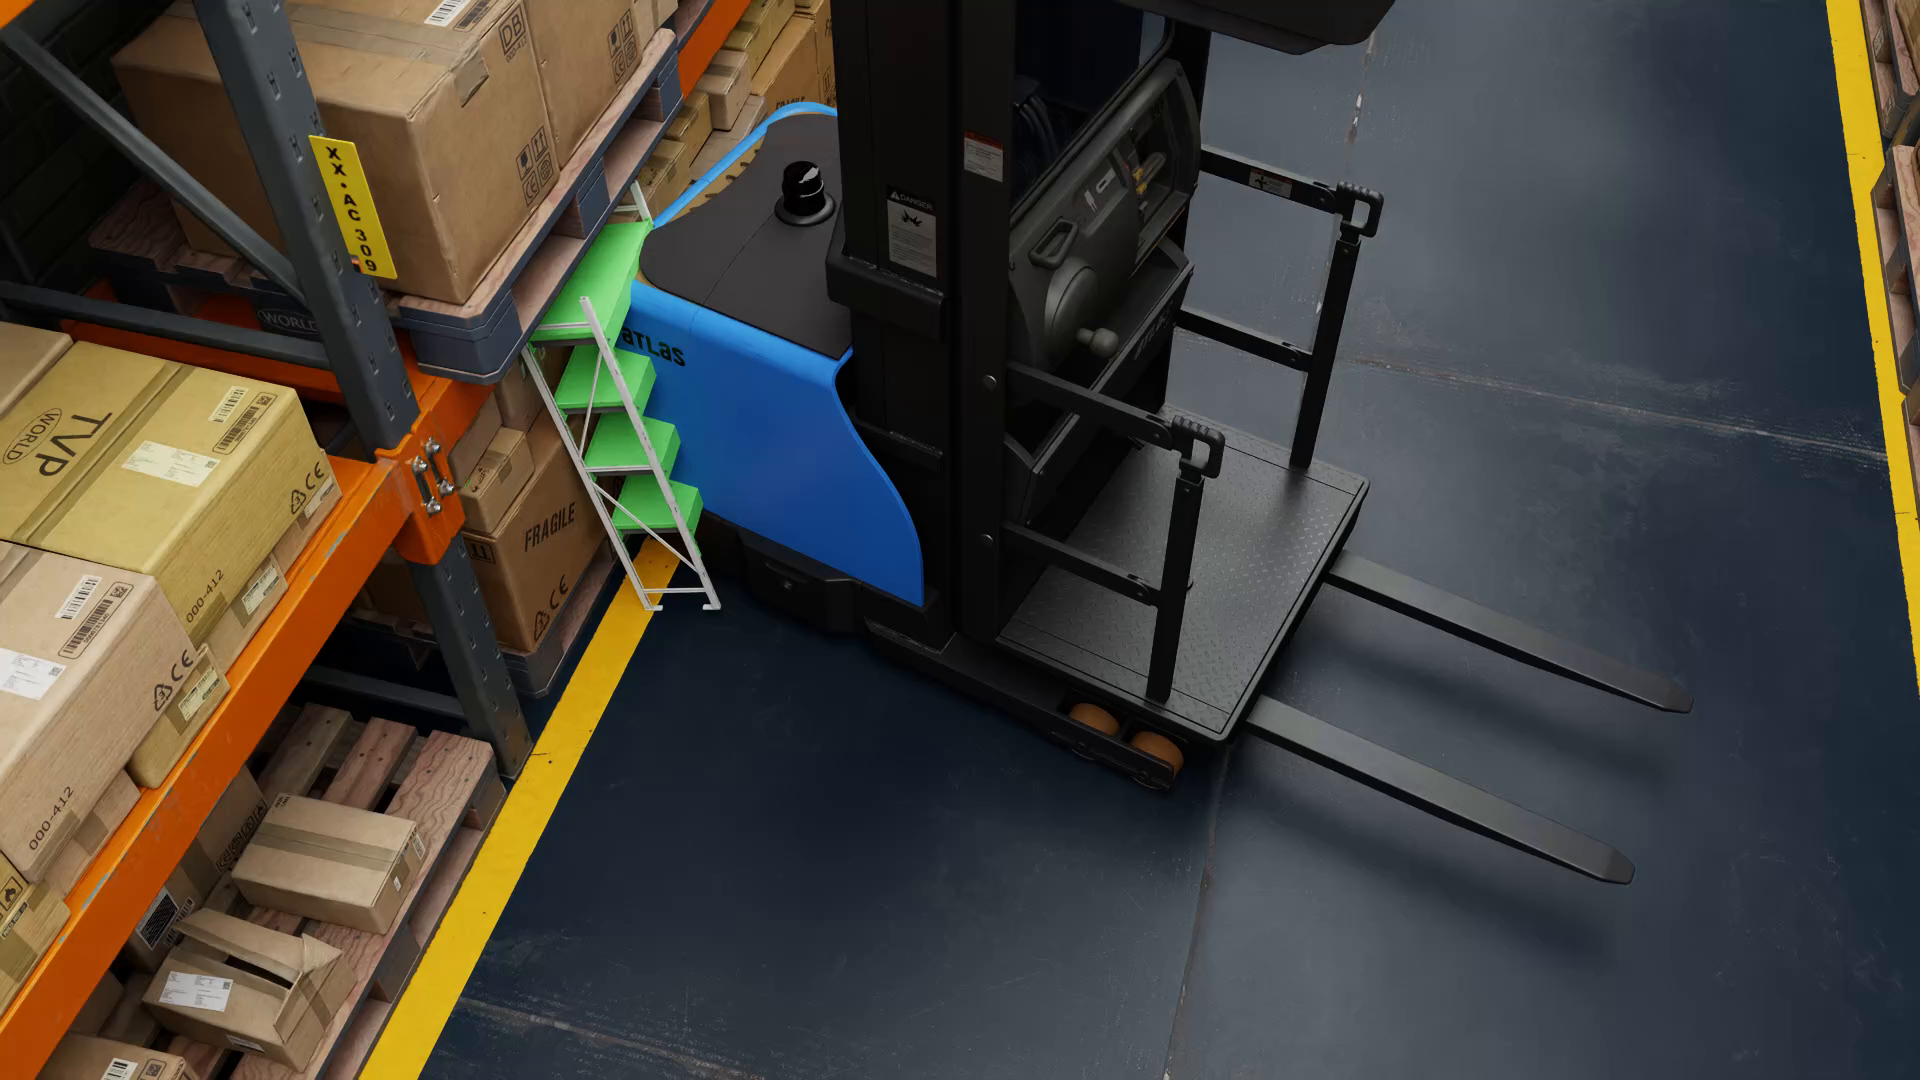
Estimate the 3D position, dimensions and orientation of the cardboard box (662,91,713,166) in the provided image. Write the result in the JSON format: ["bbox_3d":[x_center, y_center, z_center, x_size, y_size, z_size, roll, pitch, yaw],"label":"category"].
[{"bbox_3d":[-1.031,-1.350,5.396,0.380,0.149,0.250,12,50,10],"label":"cardboard box"}]

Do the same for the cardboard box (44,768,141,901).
[{"bbox_3d":[-1.736,0.474,2.998,0.380,0.149,0.250,13,50,11],"label":"cardboard box"}]

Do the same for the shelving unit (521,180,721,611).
[{"bbox_3d":[-0.913,-0.377,4.767,0.258,1.200,0.503,-2,47,12],"label":"shelving unit"}]

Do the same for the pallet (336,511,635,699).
[{"bbox_3d":[-1.531,-0.132,5.226,1.003,0.211,1.213,12,50,10],"label":"pallet"}]

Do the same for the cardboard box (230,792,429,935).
[{"bbox_3d":[-1.572,0.806,4.159,0.380,0.149,0.250,10,49,9],"label":"cardboard box"}]

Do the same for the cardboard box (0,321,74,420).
[{"bbox_3d":[-2.099,-0.203,3.330,0.500,0.250,0.500,11,50,10],"label":"cardboard box"}]

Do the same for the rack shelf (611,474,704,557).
[{"bbox_3d":[-0.860,-0.173,4.985,0.258,0.148,0.480,-2,47,12],"label":"rack shelf"}]

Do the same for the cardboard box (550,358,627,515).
[{"bbox_3d":[-1.233,-0.463,5.045,0.500,0.500,0.500,11,49,10],"label":"cardboard box"}]

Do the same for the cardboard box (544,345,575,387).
[{"bbox_3d":[-1.302,-0.596,4.730,0.380,0.149,0.250,9,49,8],"label":"cardboard box"}]

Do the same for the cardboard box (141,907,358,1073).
[{"bbox_3d":[-1.666,1.026,3.887,0.396,0.266,0.258,13,50,11],"label":"cardboard box"}]

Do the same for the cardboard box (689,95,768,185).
[{"bbox_3d":[-0.955,-1.197,5.693,0.500,0.500,0.500,10,49,9],"label":"cardboard box"}]

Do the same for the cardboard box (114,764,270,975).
[{"bbox_3d":[-2.110,0.723,4.125,0.500,0.311,0.500,13,50,11],"label":"cardboard box"}]

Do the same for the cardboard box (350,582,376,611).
[{"bbox_3d":[-1.864,-0.184,4.799,0.500,0.500,0.500,11,50,10],"label":"cardboard box"}]

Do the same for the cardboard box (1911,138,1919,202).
[{"bbox_3d":[3.872,-1.328,5.559,0.875,0.875,0.875,11,50,10],"label":"cardboard box"}]

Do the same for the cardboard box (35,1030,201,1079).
[{"bbox_3d":[-1.973,1.337,3.456,0.700,0.500,0.500,10,49,9],"label":"cardboard box"}]

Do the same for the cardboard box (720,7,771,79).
[{"bbox_3d":[-0.873,-1.724,5.725,0.380,0.149,0.250,11,49,9],"label":"cardboard box"}]

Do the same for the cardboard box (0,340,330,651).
[{"bbox_3d":[-1.607,-0.091,3.232,0.500,0.250,0.500,13,50,11],"label":"cardboard box"}]

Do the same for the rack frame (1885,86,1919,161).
[{"bbox_3d":[4.134,-2.375,5.346,1.000,3.000,0.127,12,50,10],"label":"rack frame"}]

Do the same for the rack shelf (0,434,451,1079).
[{"bbox_3d":[-2.235,1.226,2.647,1.077,0.370,4.000,12,50,10],"label":"rack shelf"}]

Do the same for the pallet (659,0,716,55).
[{"bbox_3d":[-1.163,-1.881,5.038,1.003,0.211,1.213,12,50,10],"label":"pallet"}]

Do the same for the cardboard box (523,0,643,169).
[{"bbox_3d":[-1.229,-1.311,4.060,0.700,0.500,0.500,12,50,10],"label":"cardboard box"}]

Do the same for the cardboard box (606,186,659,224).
[{"bbox_3d":[-1.142,-0.970,5.060,0.380,0.149,0.250,11,50,10],"label":"cardboard box"}]

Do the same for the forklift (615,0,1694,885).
[{"bbox_3d":[0.540,-0.737,3.946,3.031,2.935,1.130,23,53,19],"label":"forklift"}]

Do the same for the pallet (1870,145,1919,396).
[{"bbox_3d":[3.854,-0.897,5.901,1.003,0.211,1.213,12,50,10],"label":"pallet"}]

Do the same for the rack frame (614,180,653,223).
[{"bbox_3d":[-0.883,-0.557,4.928,0.240,1.200,0.015,-2,47,12],"label":"rack frame"}]

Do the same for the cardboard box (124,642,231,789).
[{"bbox_3d":[-1.641,0.290,3.161,0.380,0.149,0.250,13,50,11],"label":"cardboard box"}]

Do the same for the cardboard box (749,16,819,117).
[{"bbox_3d":[-0.836,-1.577,6.028,0.500,0.500,0.500,14,50,12],"label":"cardboard box"}]

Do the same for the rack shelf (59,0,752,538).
[{"bbox_3d":[-1.182,-1.668,5.201,1.077,0.370,4.000,12,50,10],"label":"rack shelf"}]

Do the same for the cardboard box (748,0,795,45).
[{"bbox_3d":[-0.808,-1.904,5.884,0.380,0.149,0.250,13,50,11],"label":"cardboard box"}]

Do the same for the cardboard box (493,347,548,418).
[{"bbox_3d":[-1.335,-0.488,4.436,0.380,0.149,0.250,9,49,8],"label":"cardboard box"}]

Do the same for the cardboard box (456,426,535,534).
[{"bbox_3d":[-1.357,-0.192,4.374,0.380,0.149,0.250,14,50,12],"label":"cardboard box"}]

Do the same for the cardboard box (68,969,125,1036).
[{"bbox_3d":[-2.224,1.090,3.908,0.380,0.149,0.250,11,49,10],"label":"cardboard box"}]

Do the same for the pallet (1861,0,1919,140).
[{"bbox_3d":[4.341,-2.018,6.890,1.003,0.211,1.213,12,50,10],"label":"pallet"}]

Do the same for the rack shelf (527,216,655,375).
[{"bbox_3d":[-0.985,-0.656,4.467,0.258,0.148,0.480,-2,47,12],"label":"rack shelf"}]

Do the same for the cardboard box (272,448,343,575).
[{"bbox_3d":[-1.549,-0.095,3.501,0.380,0.149,0.250,12,50,11],"label":"cardboard box"}]

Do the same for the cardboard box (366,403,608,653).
[{"bbox_3d":[-1.364,-0.076,4.704,0.500,0.500,0.500,14,50,12],"label":"cardboard box"}]

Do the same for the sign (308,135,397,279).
[{"bbox_3d":[-1.183,-0.644,3.240,0.100,0.325,0.005,12,50,10],"label":"sign"}]

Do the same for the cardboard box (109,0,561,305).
[{"bbox_3d":[-1.365,-0.937,3.729,0.700,0.500,0.500,13,50,11],"label":"cardboard box"}]

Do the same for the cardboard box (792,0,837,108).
[{"bbox_3d":[-0.701,-1.956,6.363,0.500,0.500,0.500,11,49,9],"label":"cardboard box"}]

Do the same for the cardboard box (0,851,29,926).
[{"bbox_3d":[-1.869,0.632,2.593,0.500,0.250,0.500,11,50,10],"label":"cardboard box"}]

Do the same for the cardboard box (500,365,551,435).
[{"bbox_3d":[-1.359,-0.408,4.564,0.380,0.149,0.250,10,49,9],"label":"cardboard box"}]

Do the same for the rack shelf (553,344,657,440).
[{"bbox_3d":[-0.944,-0.495,4.640,0.258,0.148,0.480,-2,47,12],"label":"rack shelf"}]

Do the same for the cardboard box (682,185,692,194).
[{"bbox_3d":[-1.098,-0.824,5.363,0.500,0.500,0.500,10,49,9],"label":"cardboard box"}]

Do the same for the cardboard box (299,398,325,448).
[{"bbox_3d":[-1.890,-0.309,4.476,0.380,0.149,0.250,10,49,9],"label":"cardboard box"}]

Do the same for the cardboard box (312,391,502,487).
[{"bbox_3d":[-1.416,-0.303,4.273,0.380,0.149,0.250,11,49,9],"label":"cardboard box"}]

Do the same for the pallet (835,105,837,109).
[{"bbox_3d":[-0.888,-1.897,6.783,1.003,0.211,1.213,12,50,10],"label":"pallet"}]

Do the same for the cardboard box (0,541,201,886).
[{"bbox_3d":[-1.725,0.274,2.909,0.500,0.250,0.500,12,50,10],"label":"cardboard box"}]

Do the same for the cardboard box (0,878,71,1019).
[{"bbox_3d":[-1.777,0.665,2.830,0.380,0.149,0.250,11,49,9],"label":"cardboard box"}]

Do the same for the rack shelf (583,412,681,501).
[{"bbox_3d":[-0.902,-0.334,4.813,0.258,0.148,0.480,-2,47,12],"label":"rack shelf"}]

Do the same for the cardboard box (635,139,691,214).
[{"bbox_3d":[-1.074,-1.149,5.218,0.380,0.149,0.250,13,50,11],"label":"cardboard box"}]

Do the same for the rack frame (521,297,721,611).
[{"bbox_3d":[-0.943,-0.196,4.605,0.240,1.200,0.015,-2,47,12],"label":"rack frame"}]

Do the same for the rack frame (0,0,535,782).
[{"bbox_3d":[-1.708,-0.459,3.654,1.000,3.000,0.127,12,50,10],"label":"rack frame"}]

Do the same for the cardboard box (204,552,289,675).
[{"bbox_3d":[-1.596,0.097,3.331,0.380,0.149,0.250,13,50,11],"label":"cardboard box"}]

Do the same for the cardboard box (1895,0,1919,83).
[{"bbox_3d":[4.293,-2.052,6.533,0.950,0.372,0.625,9,49,7],"label":"cardboard box"}]

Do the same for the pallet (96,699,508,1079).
[{"bbox_3d":[-1.890,0.960,4.262,1.003,0.211,1.213,12,50,10],"label":"pallet"}]

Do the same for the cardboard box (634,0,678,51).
[{"bbox_3d":[-0.972,-1.483,4.367,0.396,0.266,0.258,14,50,12],"label":"cardboard box"}]

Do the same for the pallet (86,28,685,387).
[{"bbox_3d":[-1.393,-0.952,4.218,1.003,0.211,1.213,12,50,10],"label":"pallet"}]

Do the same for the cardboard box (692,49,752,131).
[{"bbox_3d":[-0.917,-1.518,5.544,0.380,0.149,0.250,9,49,8],"label":"cardboard box"}]

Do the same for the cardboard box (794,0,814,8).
[{"bbox_3d":[-0.695,-2.086,6.045,0.380,0.149,0.250,10,49,9],"label":"cardboard box"}]

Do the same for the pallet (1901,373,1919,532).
[{"bbox_3d":[3.531,-0.018,5.125,1.003,0.211,1.213,12,50,10],"label":"pallet"}]
